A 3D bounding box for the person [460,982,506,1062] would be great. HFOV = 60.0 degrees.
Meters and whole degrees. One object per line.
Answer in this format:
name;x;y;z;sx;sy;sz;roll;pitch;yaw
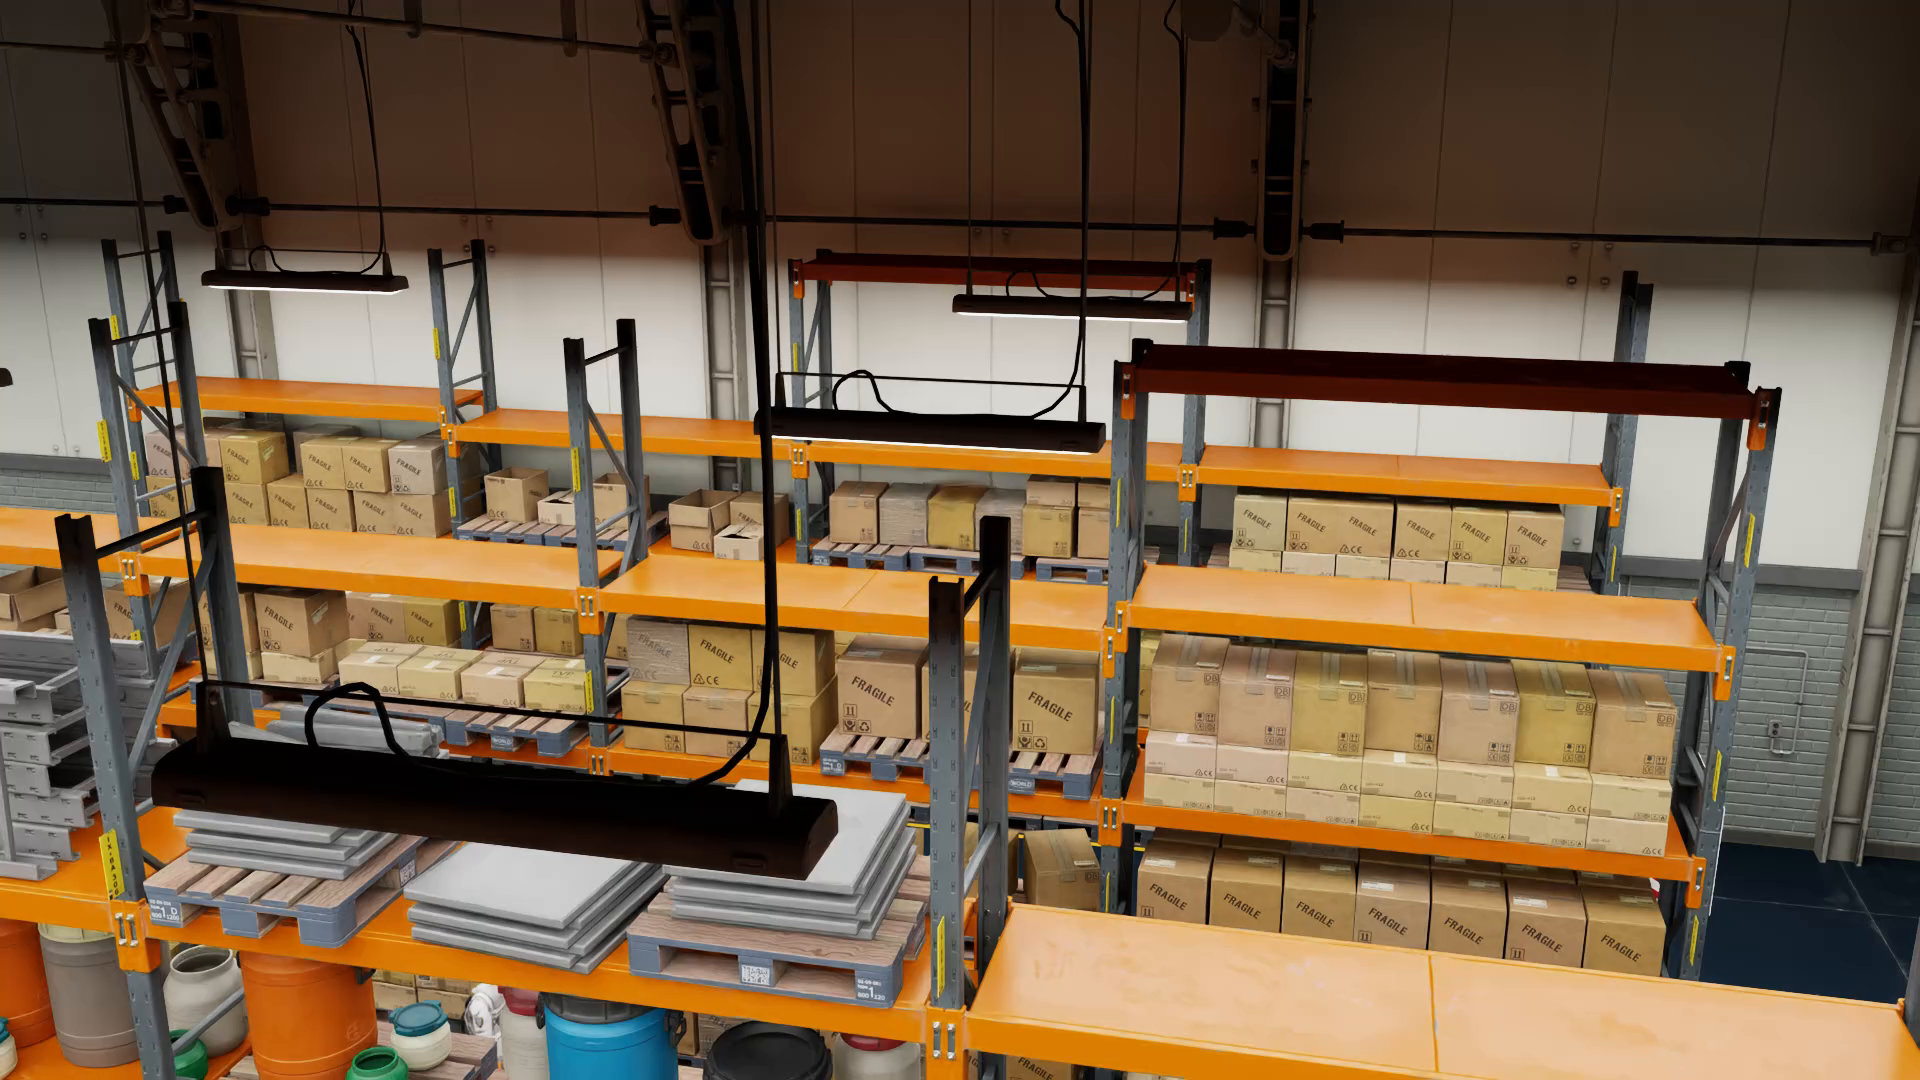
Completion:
person;-3.556;3.793;12.422;0.991;1.625;0.505;5;17;18
